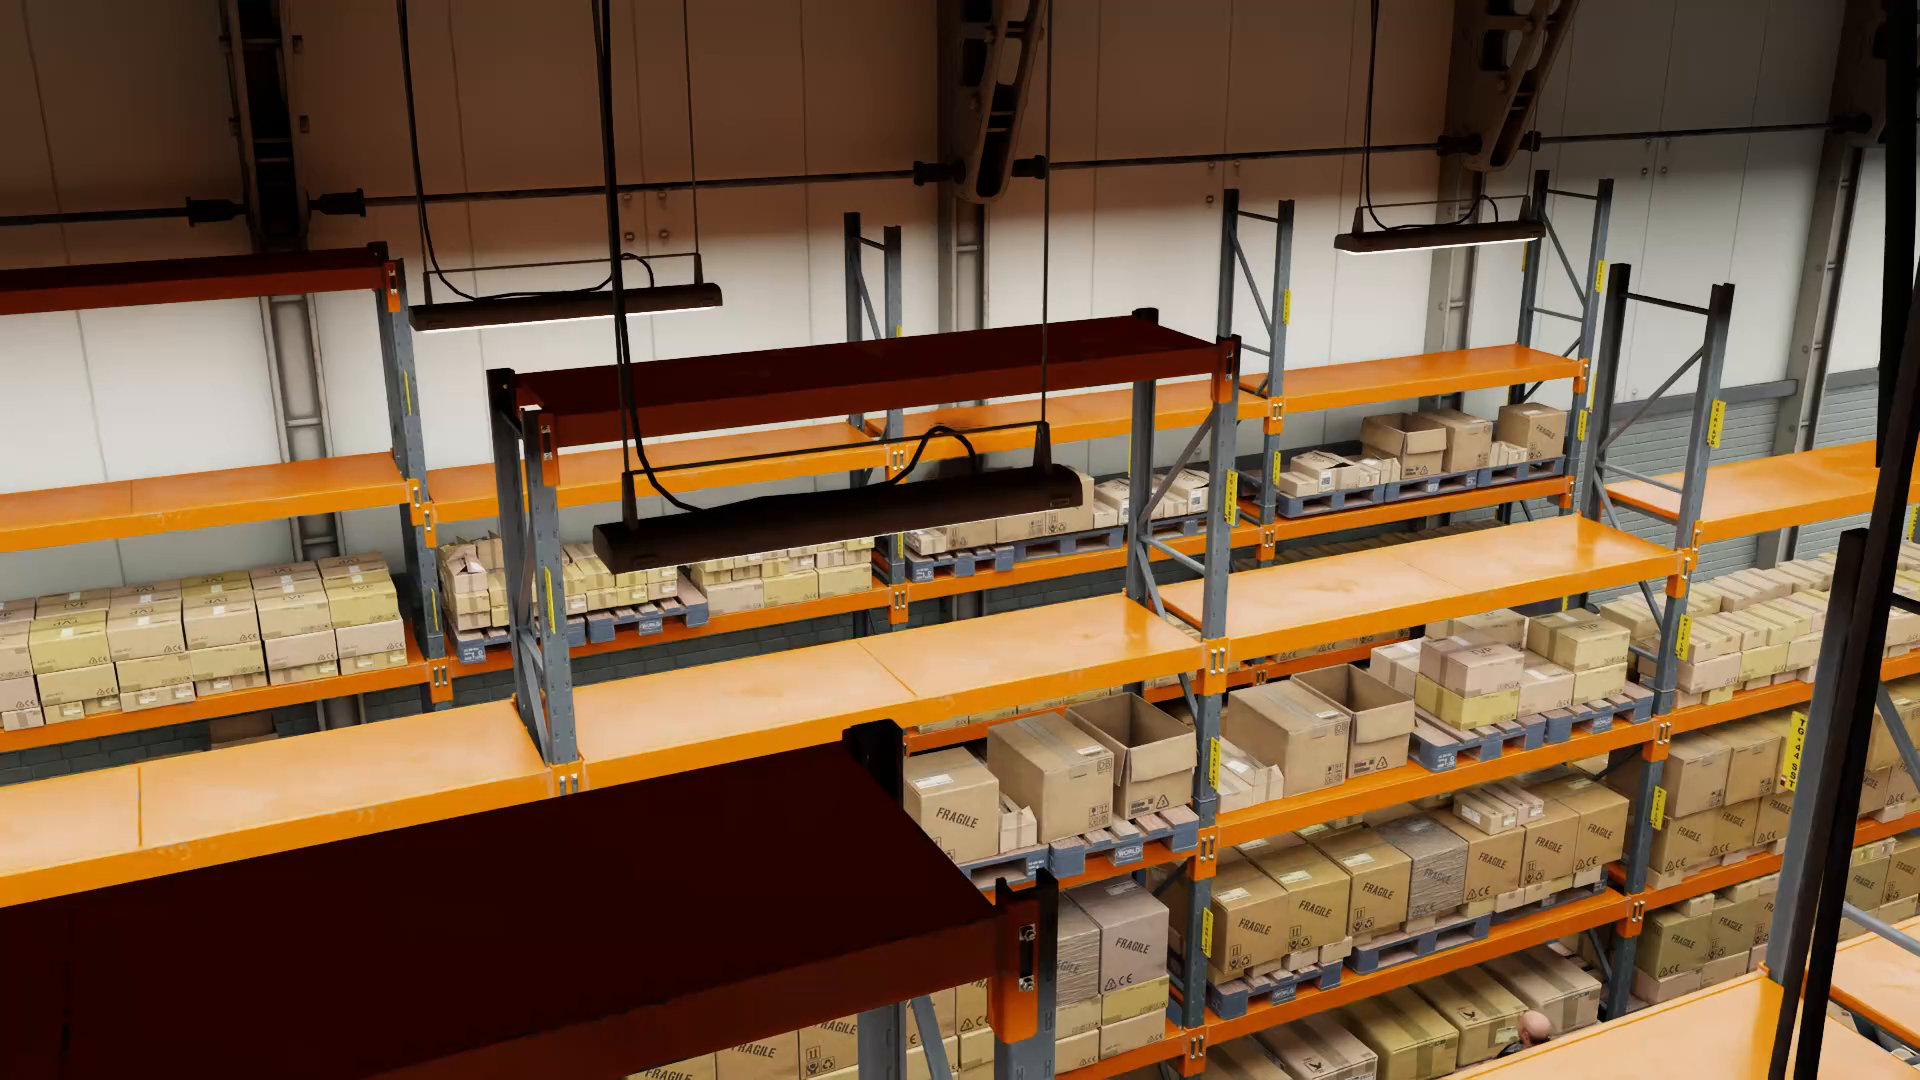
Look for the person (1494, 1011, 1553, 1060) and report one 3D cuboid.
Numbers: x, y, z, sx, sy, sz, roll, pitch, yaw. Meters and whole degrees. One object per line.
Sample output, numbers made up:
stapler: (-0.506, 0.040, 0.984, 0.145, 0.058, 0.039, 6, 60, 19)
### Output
person: (3.634, 3.798, 10.964, 0.477, 1.711, 0.619, 8, 20, 22)
